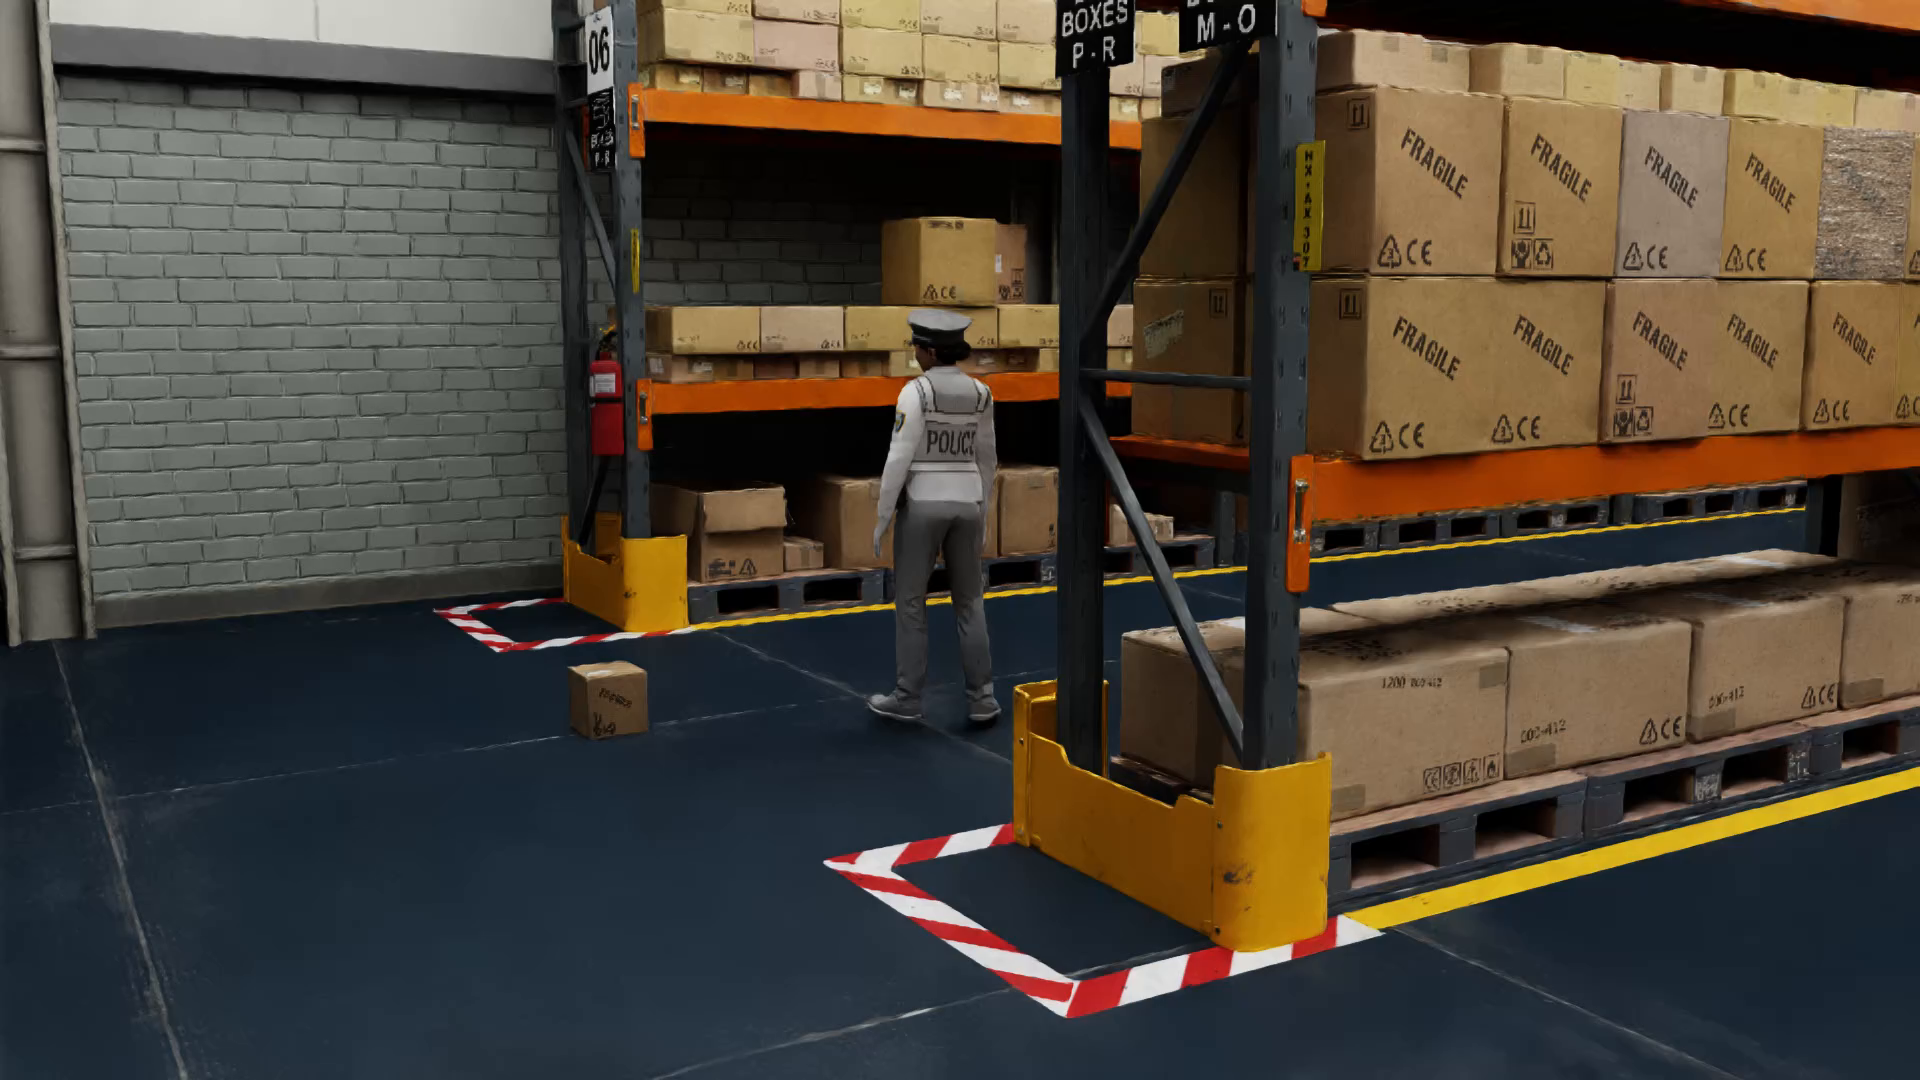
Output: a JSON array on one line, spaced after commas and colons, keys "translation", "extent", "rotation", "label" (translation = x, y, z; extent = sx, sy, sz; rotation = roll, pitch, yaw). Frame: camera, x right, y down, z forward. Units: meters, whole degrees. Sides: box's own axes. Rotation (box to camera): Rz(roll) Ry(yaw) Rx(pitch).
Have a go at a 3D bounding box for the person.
[{"translation": [-0.105, -0.094, 6.758], "extent": [0.574, 1.677, 0.444], "rotation": [-5, 10, -33], "label": "person"}]
